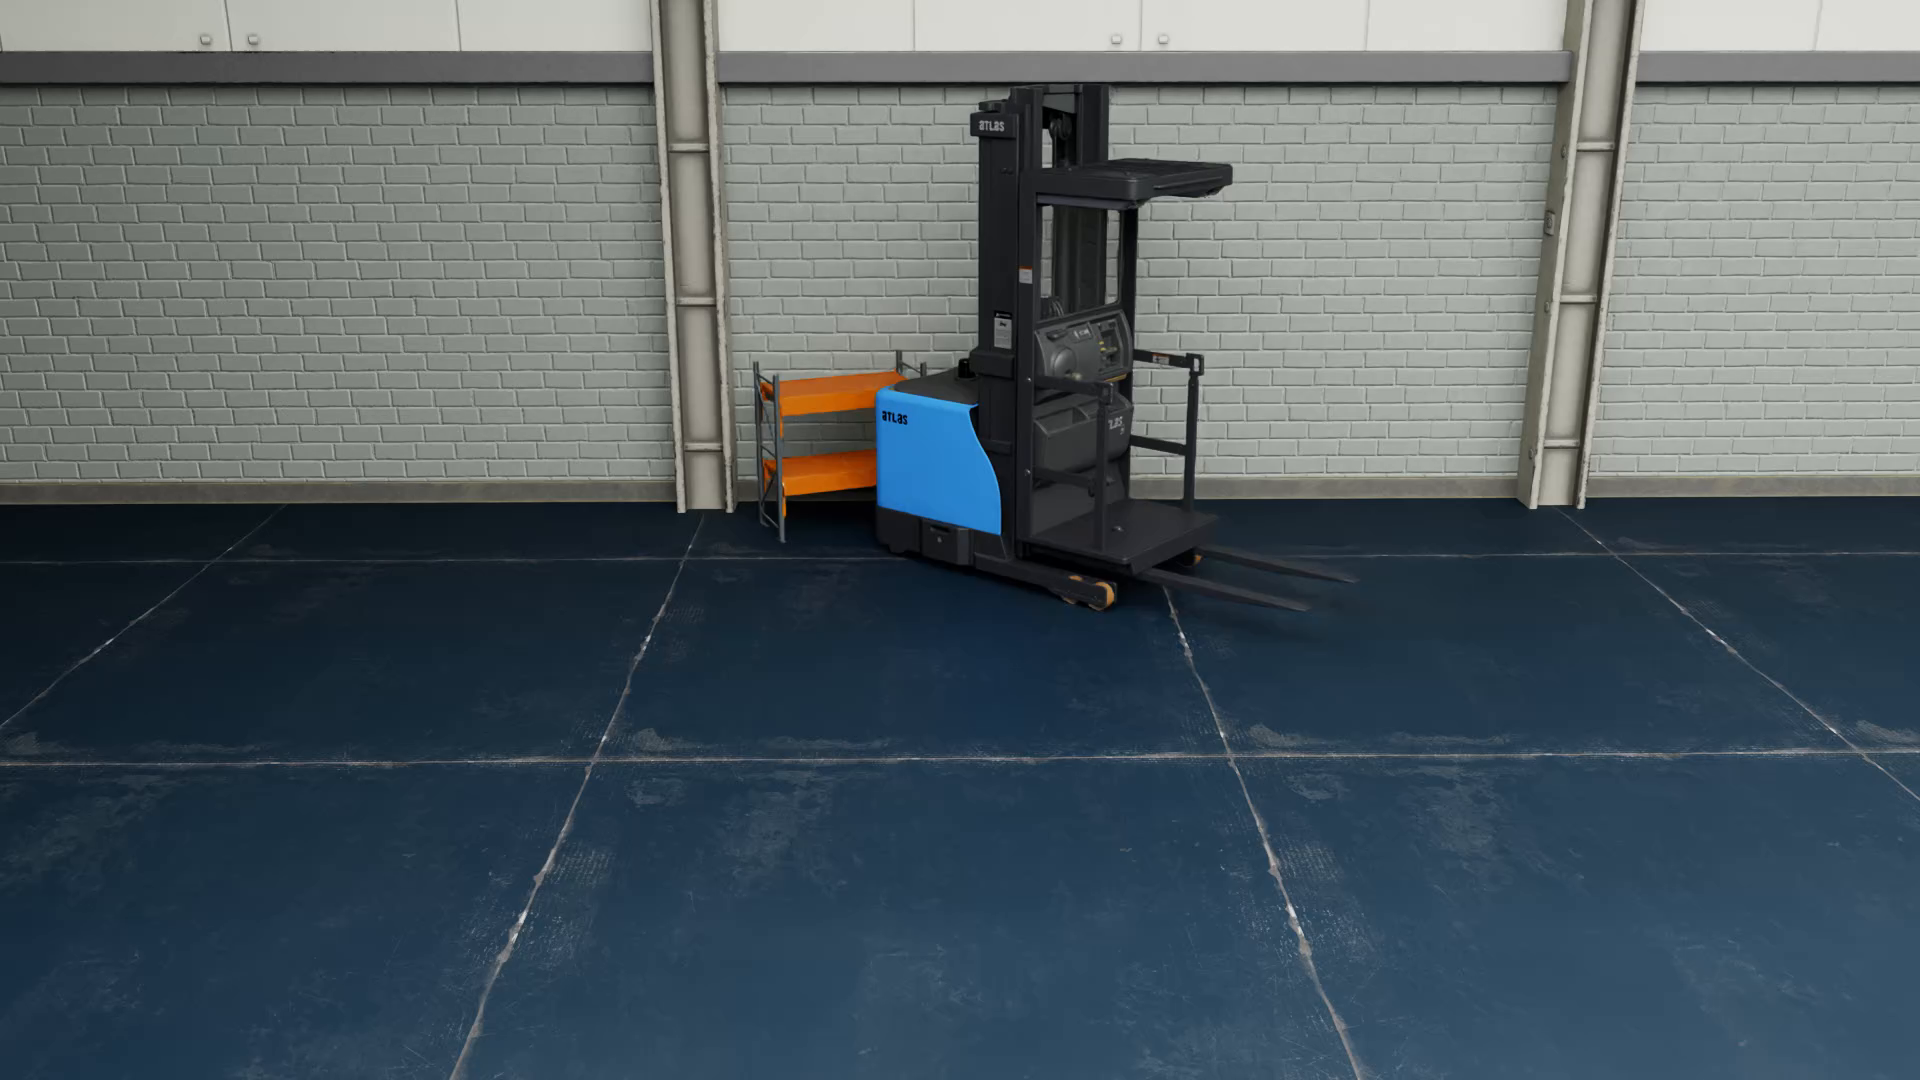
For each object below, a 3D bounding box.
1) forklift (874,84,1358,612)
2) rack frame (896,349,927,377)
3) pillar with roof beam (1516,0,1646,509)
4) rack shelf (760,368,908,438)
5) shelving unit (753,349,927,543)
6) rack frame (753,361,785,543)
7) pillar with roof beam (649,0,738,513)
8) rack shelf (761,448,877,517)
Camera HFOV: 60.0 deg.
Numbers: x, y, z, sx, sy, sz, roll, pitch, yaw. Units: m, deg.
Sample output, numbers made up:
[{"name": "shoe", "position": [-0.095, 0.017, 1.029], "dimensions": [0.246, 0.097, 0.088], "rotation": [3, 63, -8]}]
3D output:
[{"name": "forklift", "position": [0.914, -1.165, 9.880], "dimensions": [3.031, 2.935, 1.130], "rotation": [14, 22, 36]}, {"name": "rack frame", "position": [-0.332, -0.708, 11.413], "dimensions": [0.032, 1.125, 0.500], "rotation": [-7, 19, -22]}, {"name": "pillar with roof beam", "position": [4.281, -3.239, 6.413], "dimensions": [0.400, 9.000, 9.100], "rotation": [0, 18, -1]}, {"name": "rack shelf", "position": [-0.801, -0.926, 11.135], "dimensions": [1.000, 0.278, 0.538], "rotation": [-7, 19, -22]}, {"name": "shelving unit", "position": [-0.801, -0.647, 11.224], "dimensions": [1.048, 1.125, 0.538], "rotation": [-7, 19, -22]}, {"name": "rack frame", "position": [-1.269, -0.587, 11.036], "dimensions": [0.032, 1.125, 0.500], "rotation": [-7, 19, -22]}, {"name": "pillar with roof beam", "position": [-1.718, -3.210, 6.322], "dimensions": [0.400, 9.000, 9.100], "rotation": [0, 18, -1]}, {"name": "rack shelf", "position": [-0.801, -0.415, 11.299], "dimensions": [1.000, 0.278, 0.538], "rotation": [-7, 19, -22]}]
